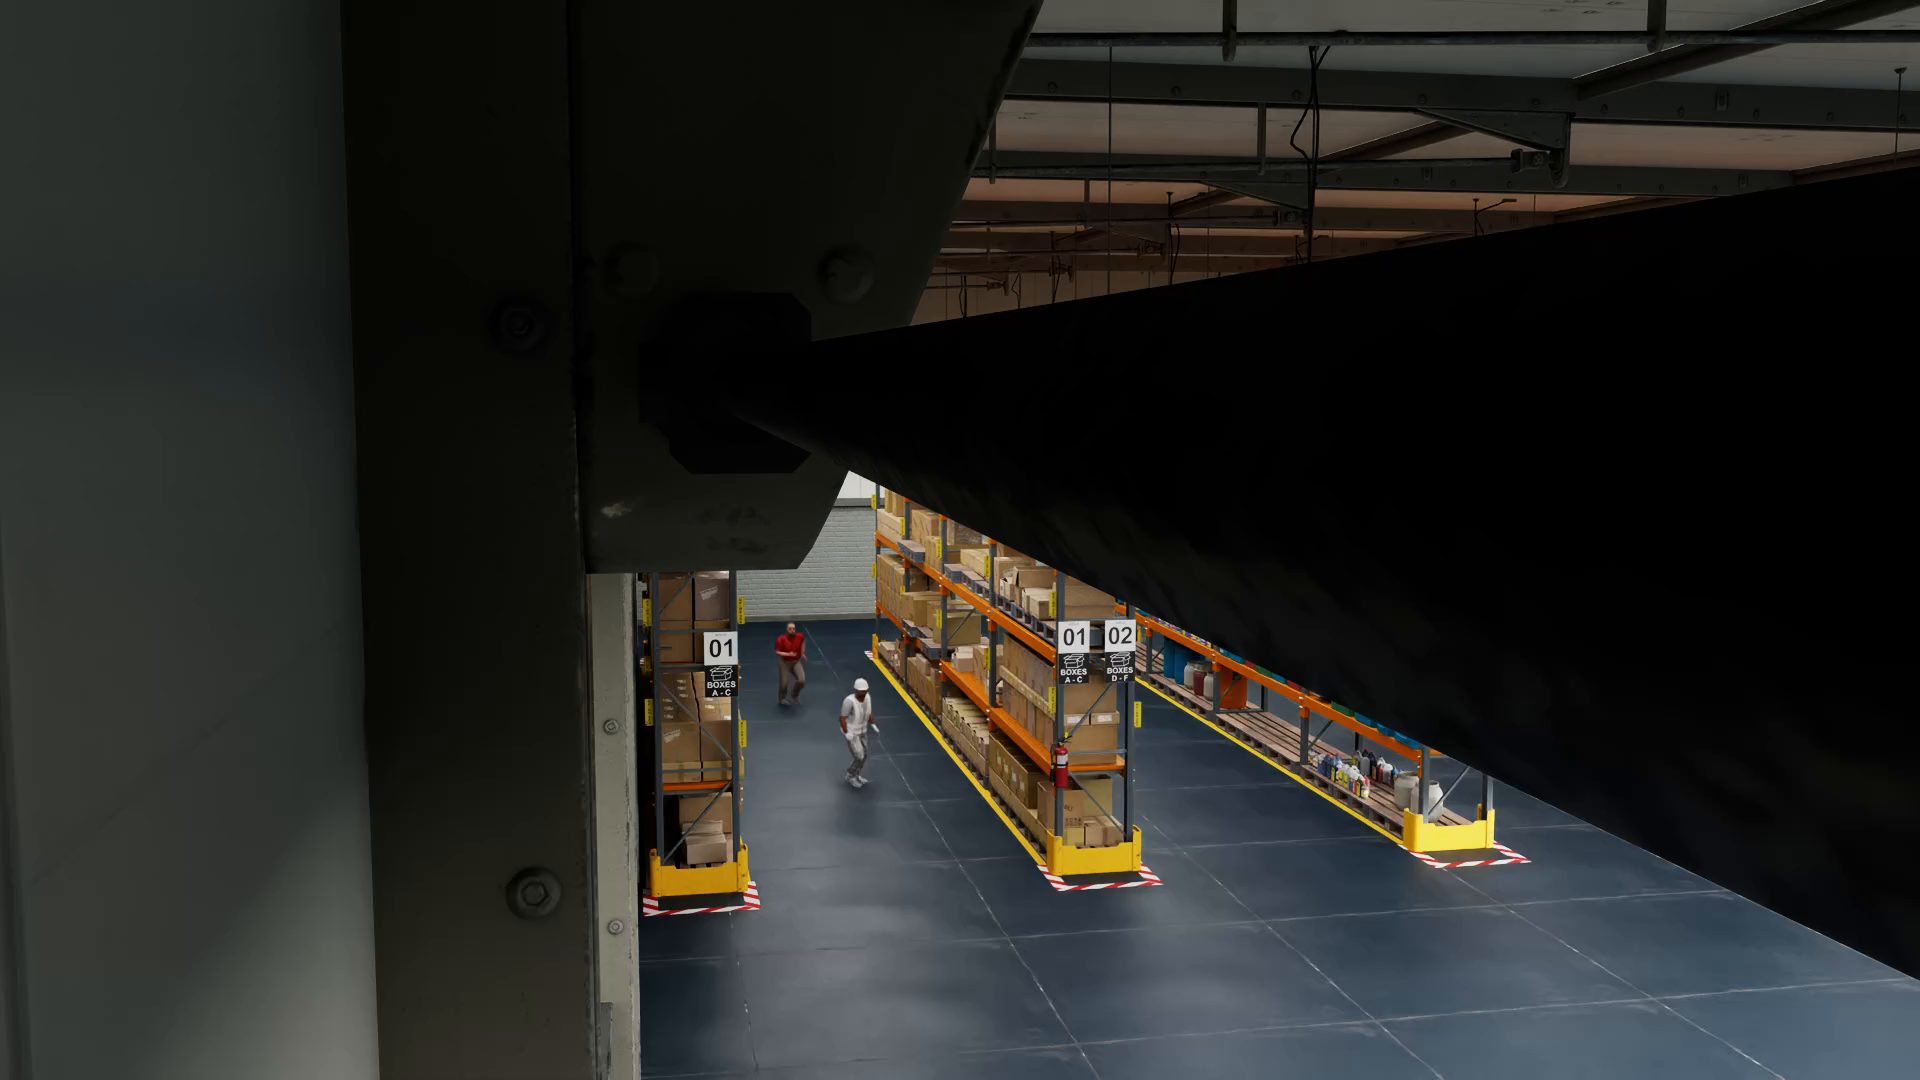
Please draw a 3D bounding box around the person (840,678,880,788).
[{"bbox_3d":[-1.544,2.904,25.161,0.604,1.712,0.687,4,7,36],"label":"person"}]

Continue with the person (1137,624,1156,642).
[{"bbox_3d":[4.276,1.601,38.644,0.599,1.566,0.549,3,7,30],"label":"person"}]

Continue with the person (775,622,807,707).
[{"bbox_3d":[-3.159,2.328,31.105,0.679,1.635,0.919,-3,6,-25],"label":"person"}]
